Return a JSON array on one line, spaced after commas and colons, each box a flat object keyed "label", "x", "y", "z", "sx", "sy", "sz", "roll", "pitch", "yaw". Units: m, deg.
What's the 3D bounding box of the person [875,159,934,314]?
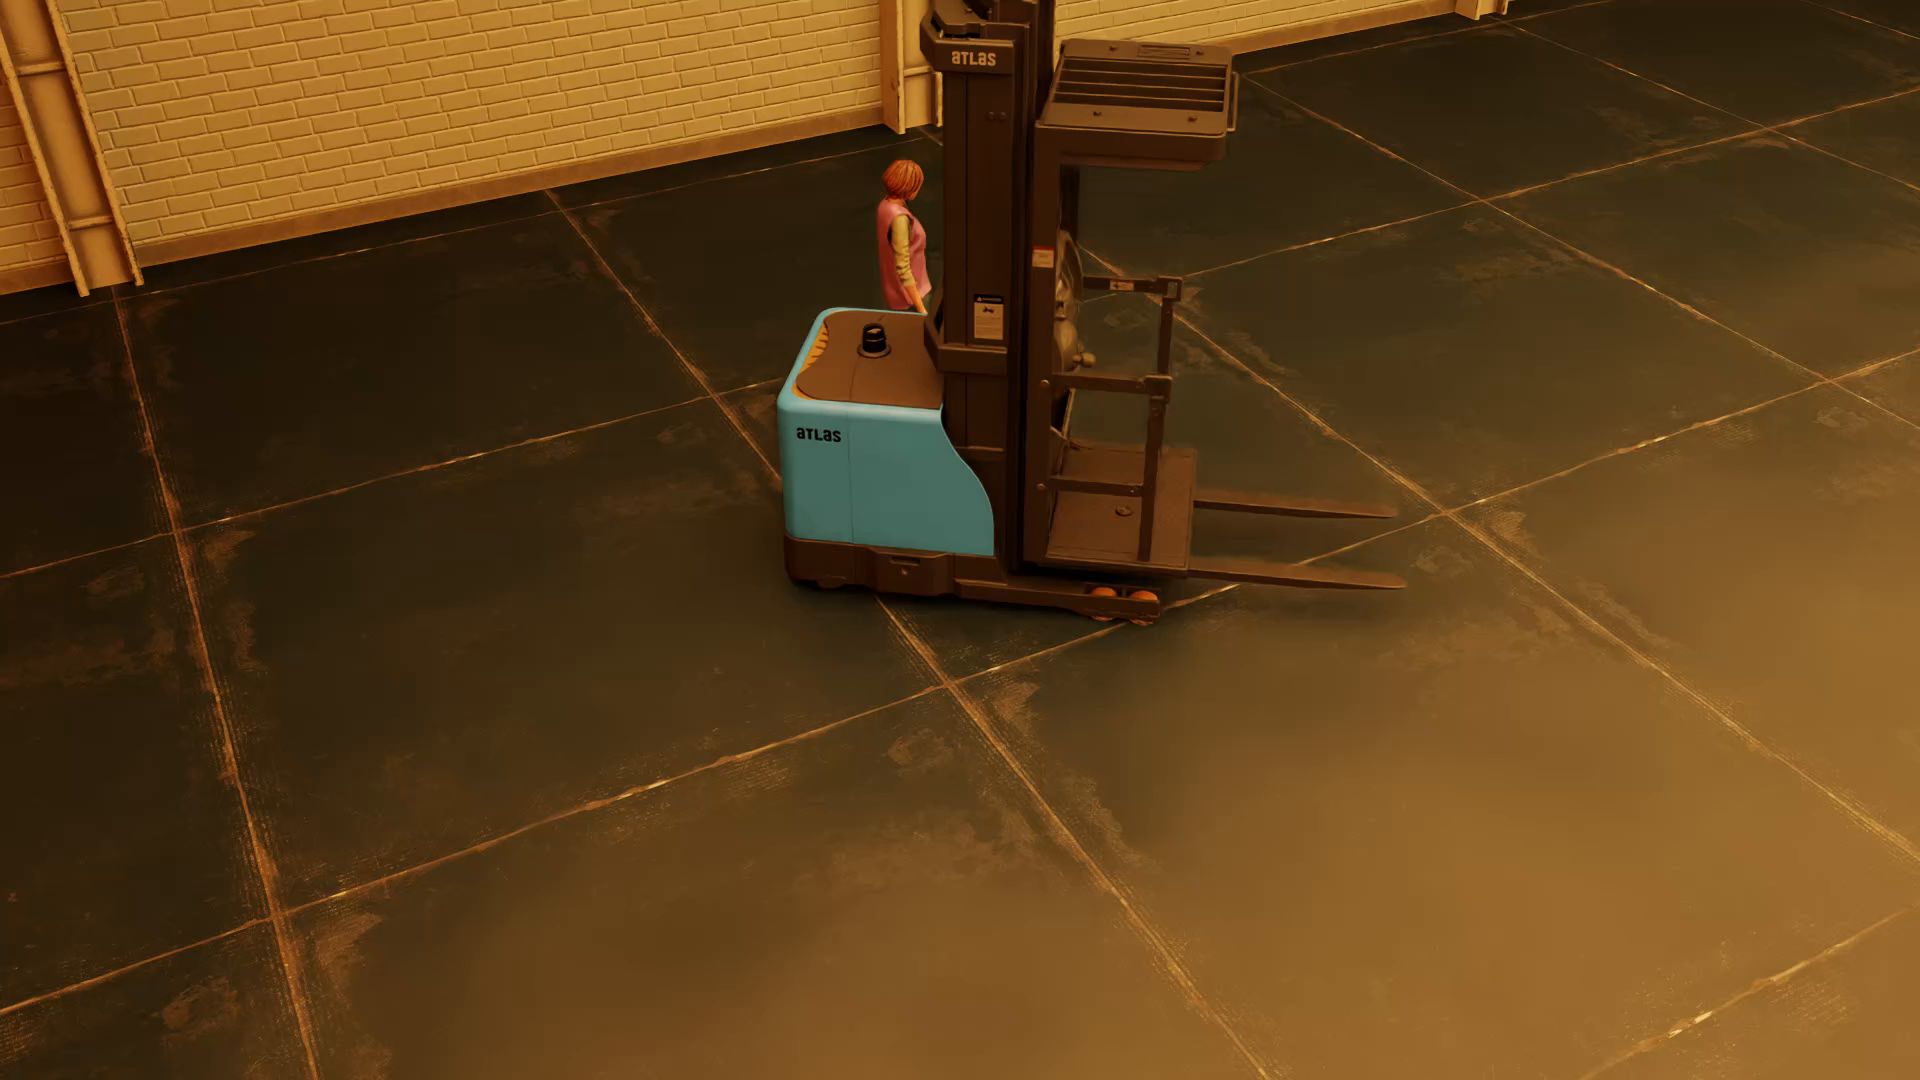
[{"label": "person", "x": -0.280, "y": -1.442, "z": 9.445, "sx": 0.562, "sy": 1.482, "sz": 0.803, "roll": -7, "pitch": 36, "yaw": -10}]

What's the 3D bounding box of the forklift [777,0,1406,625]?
[{"label": "forklift", "x": 0.689, "y": -1.115, "z": 7.700, "sx": 3.031, "sy": 2.935, "sz": 1.130, "roll": 5, "pitch": 36, "yaw": 7}]
